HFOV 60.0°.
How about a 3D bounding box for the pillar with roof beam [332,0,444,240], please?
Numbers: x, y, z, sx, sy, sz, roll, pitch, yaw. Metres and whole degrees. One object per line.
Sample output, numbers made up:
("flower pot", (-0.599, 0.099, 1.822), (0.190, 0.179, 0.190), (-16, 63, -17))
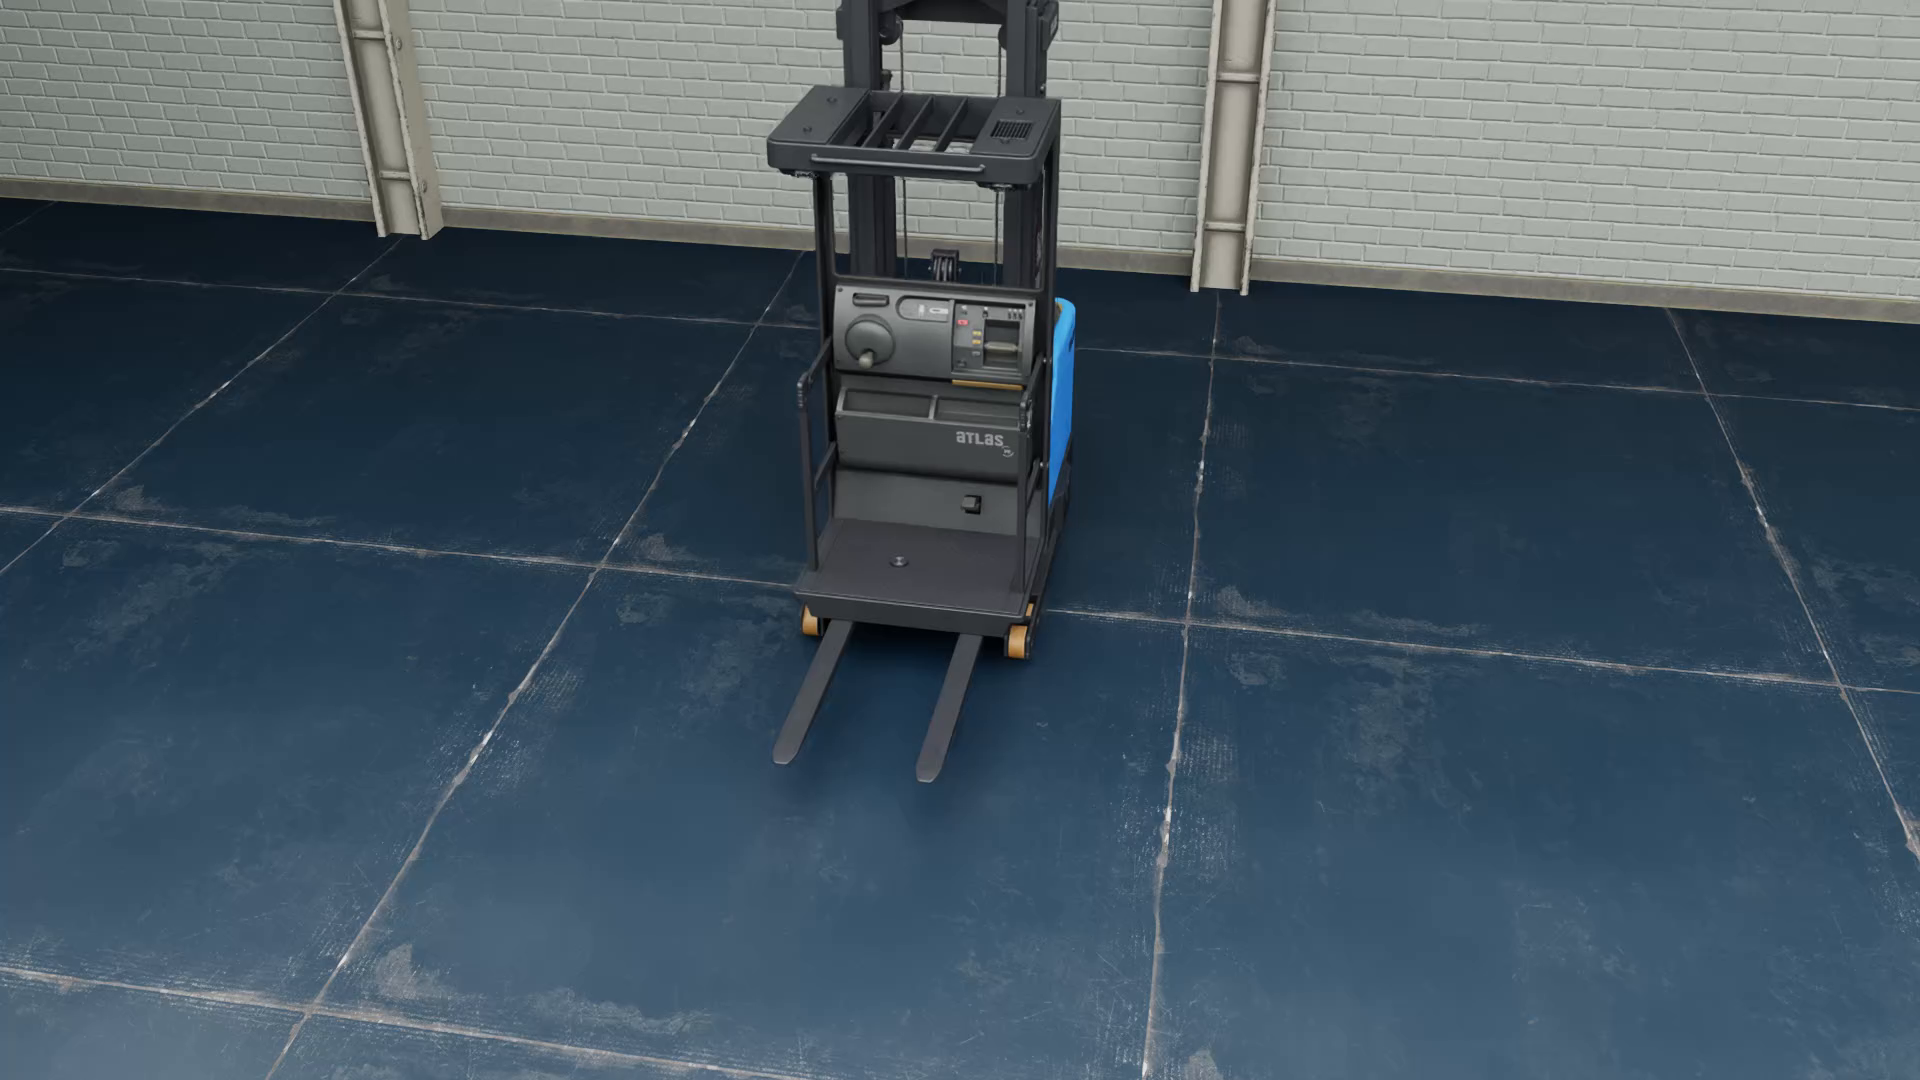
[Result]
("pillar with roof beam", (-4.827, -3.881, 6.468), (0.400, 9.000, 9.100), (5, 32, 8))

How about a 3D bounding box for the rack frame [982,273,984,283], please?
("rack frame", (0.107, -0.963, 9.293), (0.008, 1.050, 0.200), (6, 31, 9))

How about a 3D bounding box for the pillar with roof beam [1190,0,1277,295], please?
("pillar with roof beam", (1.087, -3.345, 5.612), (0.400, 9.000, 9.100), (5, 32, 8))

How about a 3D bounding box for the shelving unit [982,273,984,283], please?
("shelving unit", (0.227, -0.951, 9.274), (0.252, 1.050, 0.215), (6, 31, 9))

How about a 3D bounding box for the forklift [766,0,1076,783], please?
("forklift", (-0.158, -0.891, 7.411), (1.130, 2.935, 3.031), (6, 33, 9))
